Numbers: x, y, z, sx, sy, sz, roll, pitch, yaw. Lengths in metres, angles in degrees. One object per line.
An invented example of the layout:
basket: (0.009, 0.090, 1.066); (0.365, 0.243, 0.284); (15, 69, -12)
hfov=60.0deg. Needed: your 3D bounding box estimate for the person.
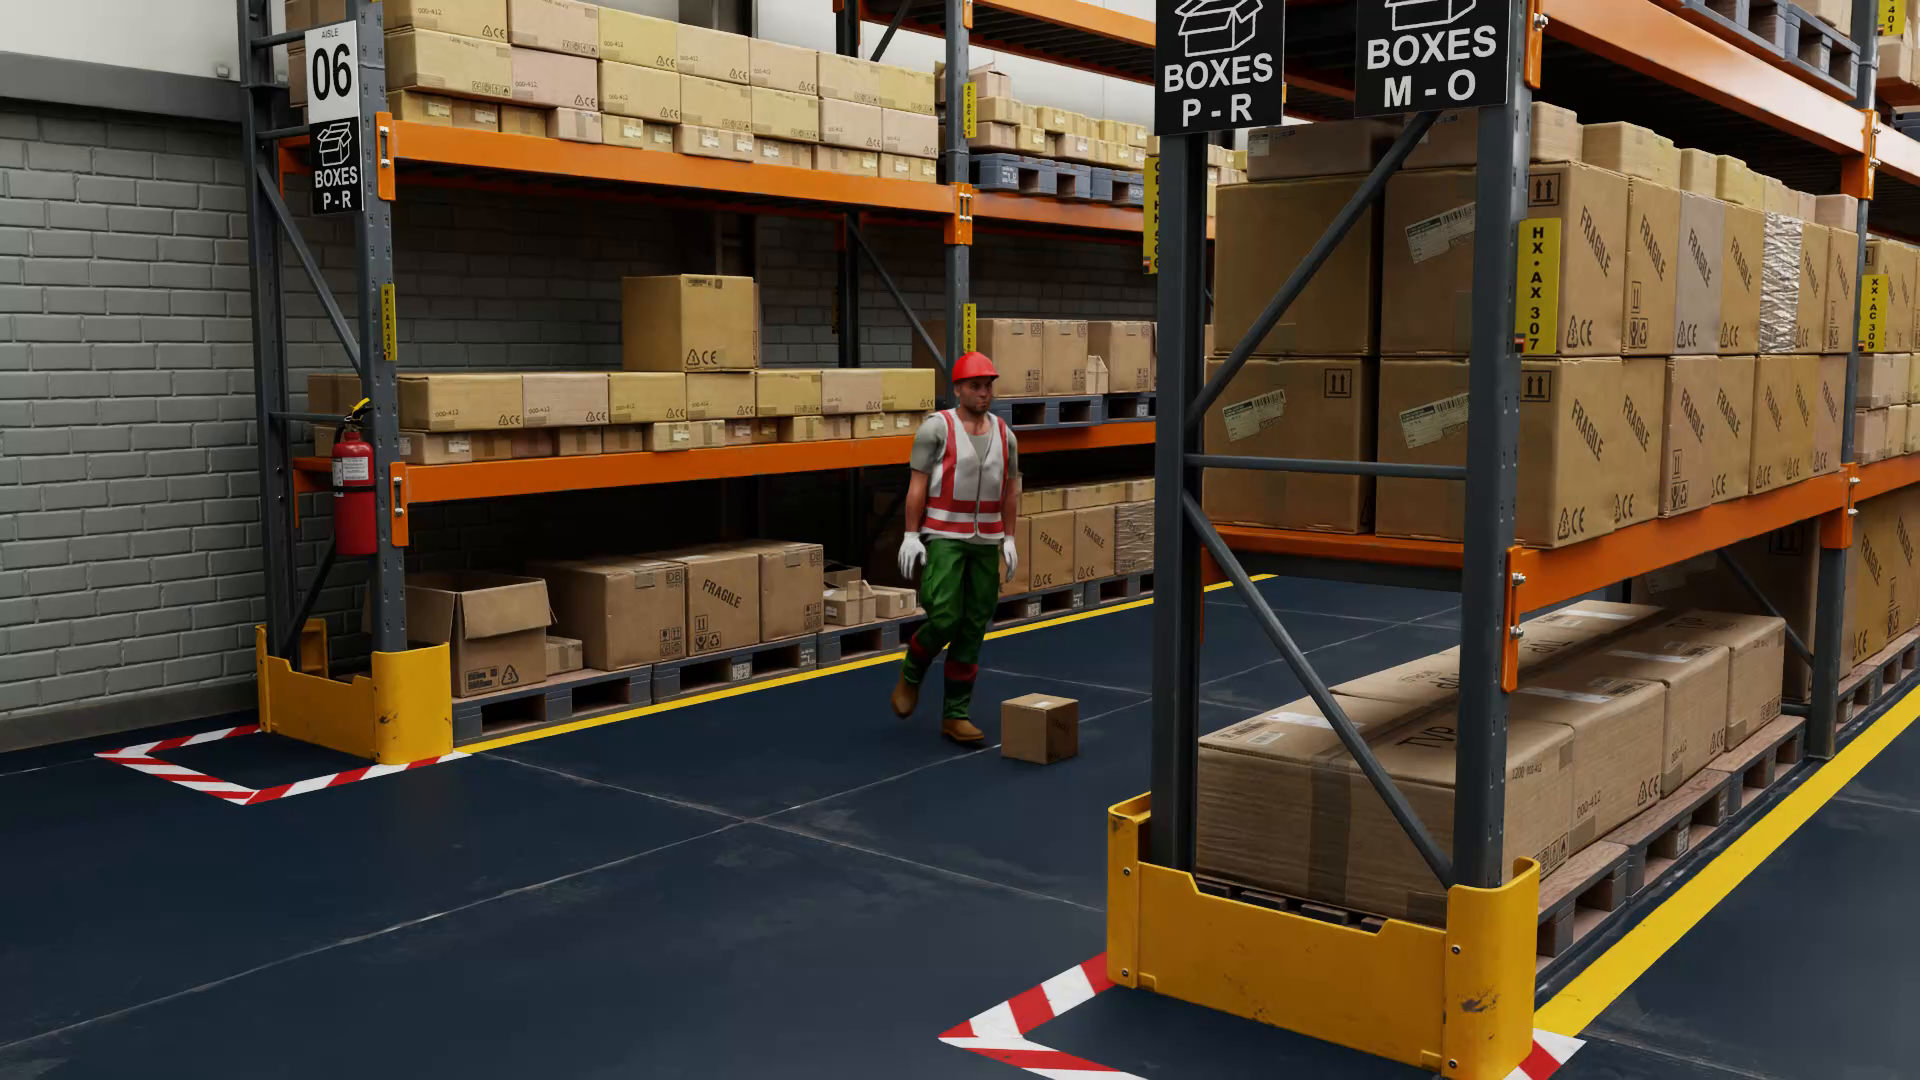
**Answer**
person: (-0.012, 0.023, 7.743); (0.610, 1.788, 0.532); (-3, 7, -27)
